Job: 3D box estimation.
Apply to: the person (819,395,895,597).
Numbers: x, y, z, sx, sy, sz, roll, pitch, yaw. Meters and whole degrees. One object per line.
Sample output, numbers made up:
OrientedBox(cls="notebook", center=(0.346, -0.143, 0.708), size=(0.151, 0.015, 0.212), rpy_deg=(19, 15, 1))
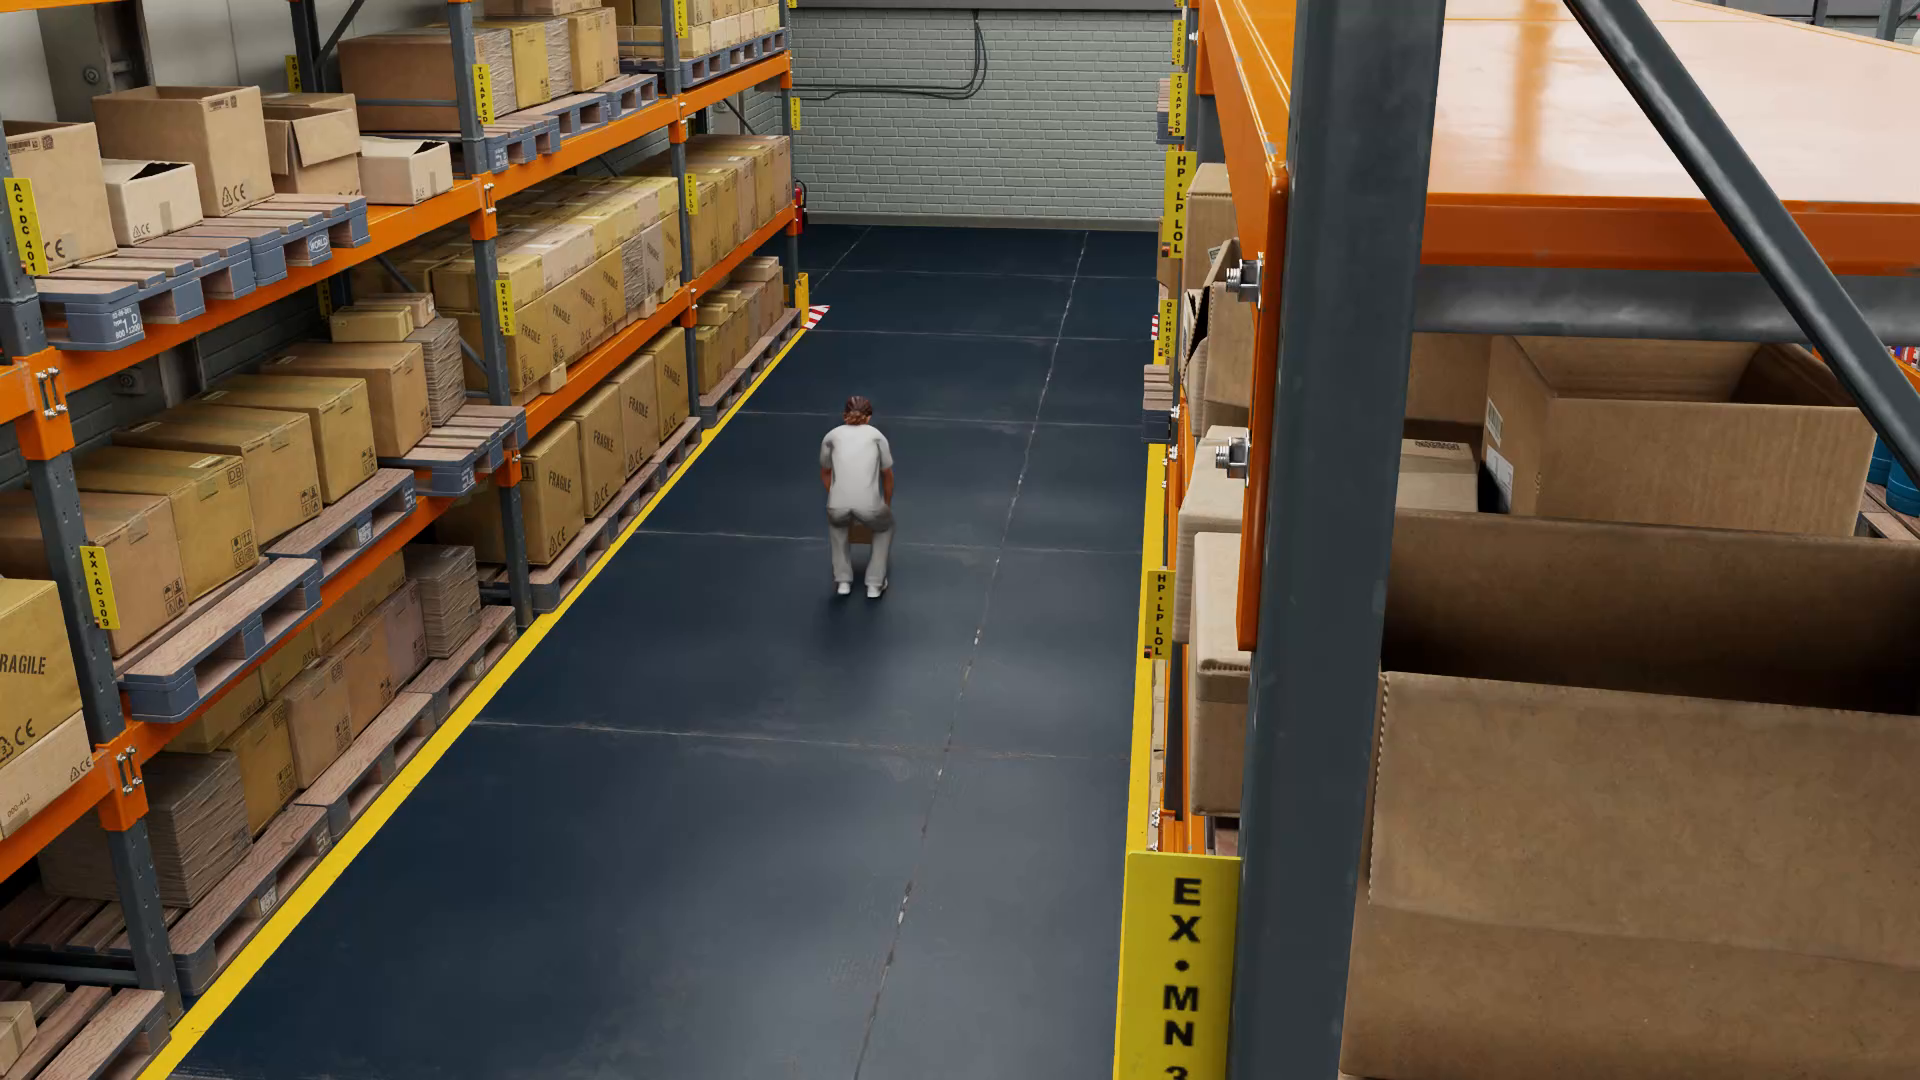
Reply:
OrientedBox(cls="person", center=(-0.689, -0.274, 10.883), size=(0.494, 1.249, 0.705), rpy_deg=(3, 21, 6))
